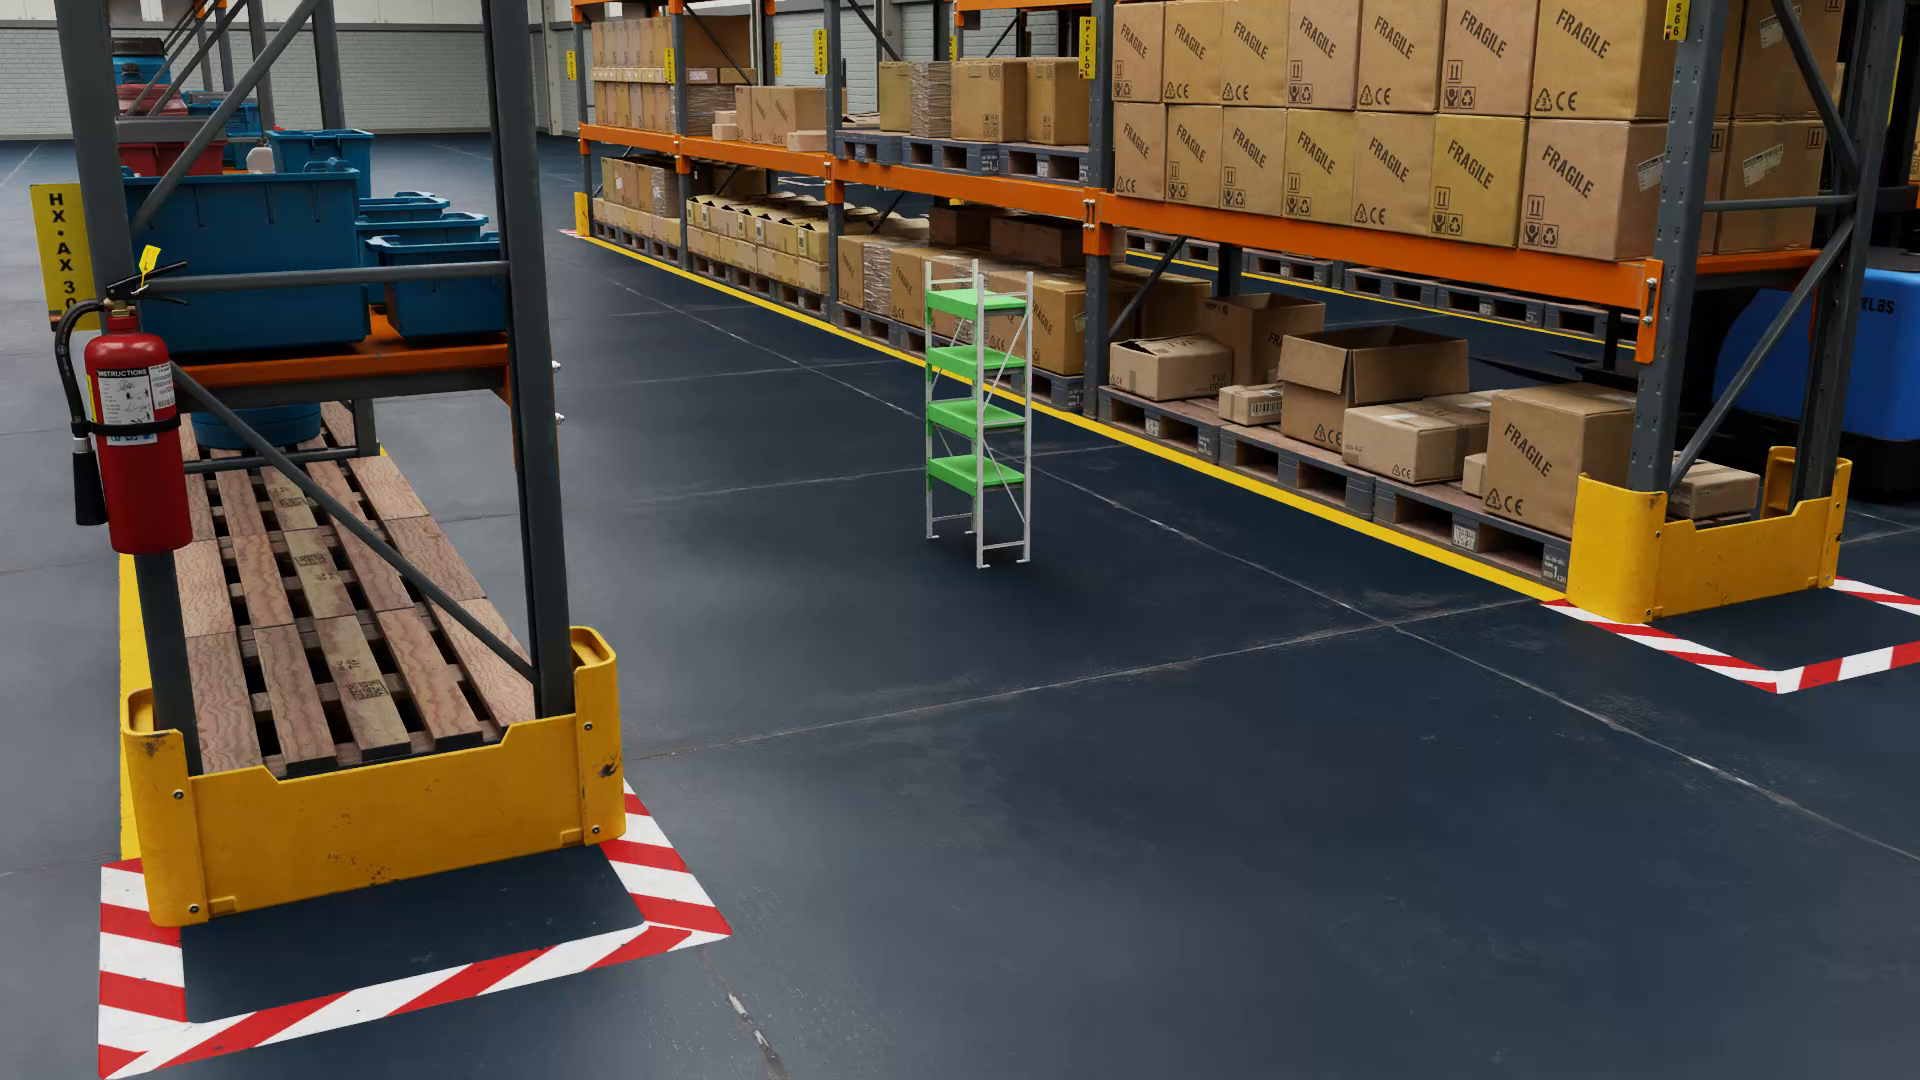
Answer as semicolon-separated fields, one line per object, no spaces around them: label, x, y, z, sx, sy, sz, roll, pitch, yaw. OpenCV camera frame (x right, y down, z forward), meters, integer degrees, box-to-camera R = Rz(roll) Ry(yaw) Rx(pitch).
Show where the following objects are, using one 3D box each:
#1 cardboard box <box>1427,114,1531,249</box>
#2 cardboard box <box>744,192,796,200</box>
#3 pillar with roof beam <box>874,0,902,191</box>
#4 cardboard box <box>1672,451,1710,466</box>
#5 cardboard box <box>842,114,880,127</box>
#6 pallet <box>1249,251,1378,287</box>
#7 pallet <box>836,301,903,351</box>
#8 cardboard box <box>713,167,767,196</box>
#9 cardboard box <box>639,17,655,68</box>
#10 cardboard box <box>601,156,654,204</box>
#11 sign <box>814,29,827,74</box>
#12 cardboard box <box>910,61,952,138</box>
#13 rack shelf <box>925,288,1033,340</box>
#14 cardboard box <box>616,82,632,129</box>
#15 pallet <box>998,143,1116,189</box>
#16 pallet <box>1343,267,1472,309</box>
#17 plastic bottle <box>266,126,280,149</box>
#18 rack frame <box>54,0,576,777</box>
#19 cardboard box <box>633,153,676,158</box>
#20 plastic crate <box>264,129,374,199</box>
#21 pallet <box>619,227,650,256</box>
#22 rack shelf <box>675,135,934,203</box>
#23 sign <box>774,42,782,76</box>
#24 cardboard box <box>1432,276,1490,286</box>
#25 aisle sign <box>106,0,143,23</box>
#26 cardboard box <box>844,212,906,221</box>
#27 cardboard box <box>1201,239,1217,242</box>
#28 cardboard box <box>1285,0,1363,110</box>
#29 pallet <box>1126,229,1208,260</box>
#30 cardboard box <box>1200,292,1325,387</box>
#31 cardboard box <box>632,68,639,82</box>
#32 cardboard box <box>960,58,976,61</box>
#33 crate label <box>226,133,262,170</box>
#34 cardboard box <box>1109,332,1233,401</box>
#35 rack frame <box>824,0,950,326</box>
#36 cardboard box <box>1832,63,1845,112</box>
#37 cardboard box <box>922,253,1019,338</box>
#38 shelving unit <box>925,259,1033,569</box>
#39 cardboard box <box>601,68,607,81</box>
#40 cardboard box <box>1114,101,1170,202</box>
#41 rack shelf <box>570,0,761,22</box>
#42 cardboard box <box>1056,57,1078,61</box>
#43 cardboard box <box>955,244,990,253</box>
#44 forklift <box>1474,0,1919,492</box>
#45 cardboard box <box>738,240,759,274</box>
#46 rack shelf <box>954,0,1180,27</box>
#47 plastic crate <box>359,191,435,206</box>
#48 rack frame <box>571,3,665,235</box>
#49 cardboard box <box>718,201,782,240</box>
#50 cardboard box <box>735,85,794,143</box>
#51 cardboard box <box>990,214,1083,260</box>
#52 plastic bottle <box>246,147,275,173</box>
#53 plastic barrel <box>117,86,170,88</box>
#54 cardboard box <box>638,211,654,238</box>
cardboard box;2.278;-1.472;6.762;0.500;0.500;0.500;-7;18;-24
cardboard box;-1.873;-3.277;16.440;0.500;0.311;0.500;-8;18;-25
pillar with roof beam;-5.023;-9.567;24.274;9.100;9.000;0.400;-8;18;-25
cardboard box;2.965;-0.275;7.109;0.380;0.166;0.250;-8;18;-25
cardboard box;-0.676;-3.254;13.314;0.500;0.311;0.500;-6;17;-21
pallet;3.555;-2.655;16.119;1.003;0.211;1.213;-8;18;-25
pallet;-0.262;-1.671;12.692;1.003;0.211;1.213;-8;18;-25
cardboard box;-2.230;-3.587;17.176;0.500;0.500;0.500;-8;18;-25
cardboard box;-2.949;-5.224;17.482;0.700;0.500;0.500;-8;18;-25
cardboard box;-3.804;-4.142;19.111;0.500;0.500;0.500;-8;18;-25
sign;-1.053;-3.690;12.573;0.100;0.325;0.005;-8;18;-25
cardboard box;0.051;-3.059;11.530;0.700;0.500;0.500;-4;17;-14
rack shelf;0.072;-0.936;6.827;0.258;0.148;0.480;-8;18;-25
cardboard box;-3.420;-4.862;18.576;0.700;0.500;0.500;-8;18;-25
pallet;0.945;-2.329;10.276;1.003;0.211;1.213;-8;18;-25
pallet;4.174;-2.256;14.730;1.003;0.211;1.213;-8;18;-25
plastic bottle;-3.916;-2.203;9.581;0.144;0.351;0.185;-8;18;-25
rack frame;-1.505;-0.620;3.974;1.000;3.000;0.127;-8;18;-25
cardboard box;-3.558;-4.329;19.761;0.500;0.500;0.500;-8;18;-25
plastic crate;-2.746;-1.559;7.164;0.392;0.384;0.575;-8;18;-25
pallet;-3.157;-3.358;18.570;1.003;0.211;1.213;-8;18;-25
rack shelf;-1.432;-3.352;14.796;1.077;0.370;4.000;-8;18;-25
sign;-1.824;-4.780;16.513;0.100;0.325;0.005;-8;18;-25
cardboard box;4.478;-2.553;13.846;0.750;0.750;0.750;-8;18;-25
aisle sign;-8.809;-5.820;17.379;0.394;0.787;0.004;-8;18;-25
cardboard box;-0.759;-2.646;14.239;0.500;0.311;0.500;-8;18;-26
cardboard box;2.940;-3.369;17.286;0.700;0.500;0.500;-7;18;-24
cardboard box;1.829;-2.204;7.499;0.500;0.500;0.500;-7;17;-23
pallet;2.486;-3.260;18.227;1.003;0.211;1.213;-8;18;-25
cardboard box;1.702;-1.113;9.424;0.500;0.500;0.500;-8;18;-25
cardboard box;-3.293;-4.975;17.793;0.380;0.149;0.250;-7;17;-23
cardboard box;0.330;-5.928;21.346;0.500;0.500;0.500;-8;18;-25
crate label;-4.857;-2.673;11.431;0.303;0.233;0.416;-8;18;-25
cardboard box;1.186;-0.998;9.369;0.500;0.311;0.500;-8;18;-25
rack frame;-0.555;-3.201;12.969;1.000;3.000;0.127;-8;18;-25
cardboard box;5.871;-2.817;11.085;0.980;0.700;0.700;-7;18;-24
cardboard box;0.070;-1.681;11.405;0.500;0.500;0.500;-8;18;-27
shelving unit;0.073;-0.536;6.942;0.258;1.200;0.503;-8;18;-25
cardboard box;-3.856;-5.295;18.905;0.380;0.149;0.250;-8;18;-25
cardboard box;1.175;-2.098;8.944;0.500;0.500;0.500;-7;17;-23
rack shelf;-3.184;-5.785;17.839;1.077;0.370;4.000;-8;18;-25
cardboard box;1.435;-5.294;19.136;0.500;0.500;0.500;-8;18;-25
cardboard box;0.292;-1.880;12.096;0.500;0.500;0.500;-8;18;-27
forklift;4.164;-2.000;8.905;1.130;2.935;3.031;-7;18;-24
cardboard box;-1.680;-2.562;14.965;0.500;0.250;0.500;-7;18;-24
rack shelf;1.267;-6.385;19.928;1.077;0.370;4.000;-8;18;-25
plastic crate;-2.026;-1.070;5.738;0.416;0.233;0.300;-8;18;-25
rack frame;-4.060;-5.185;19.881;1.000;3.000;0.127;-8;18;-25
cardboard box;-1.908;-2.958;15.326;0.500;0.311;0.500;-8;18;-27
cardboard box;-1.755;-3.918;15.286;0.500;0.500;0.500;-6;17;-21
cardboard box;0.546;-2.102;11.511;0.500;0.250;0.500;-8;18;-26
plastic bottle;-3.660;-1.924;8.743;0.152;0.276;0.135;-8;18;-25
plastic barrel;-6.029;-3.108;12.397;0.433;0.535;0.433;0;16;0
cardboard box;-3.150;-3.409;17.917;0.500;0.250;0.500;-8;18;-25
